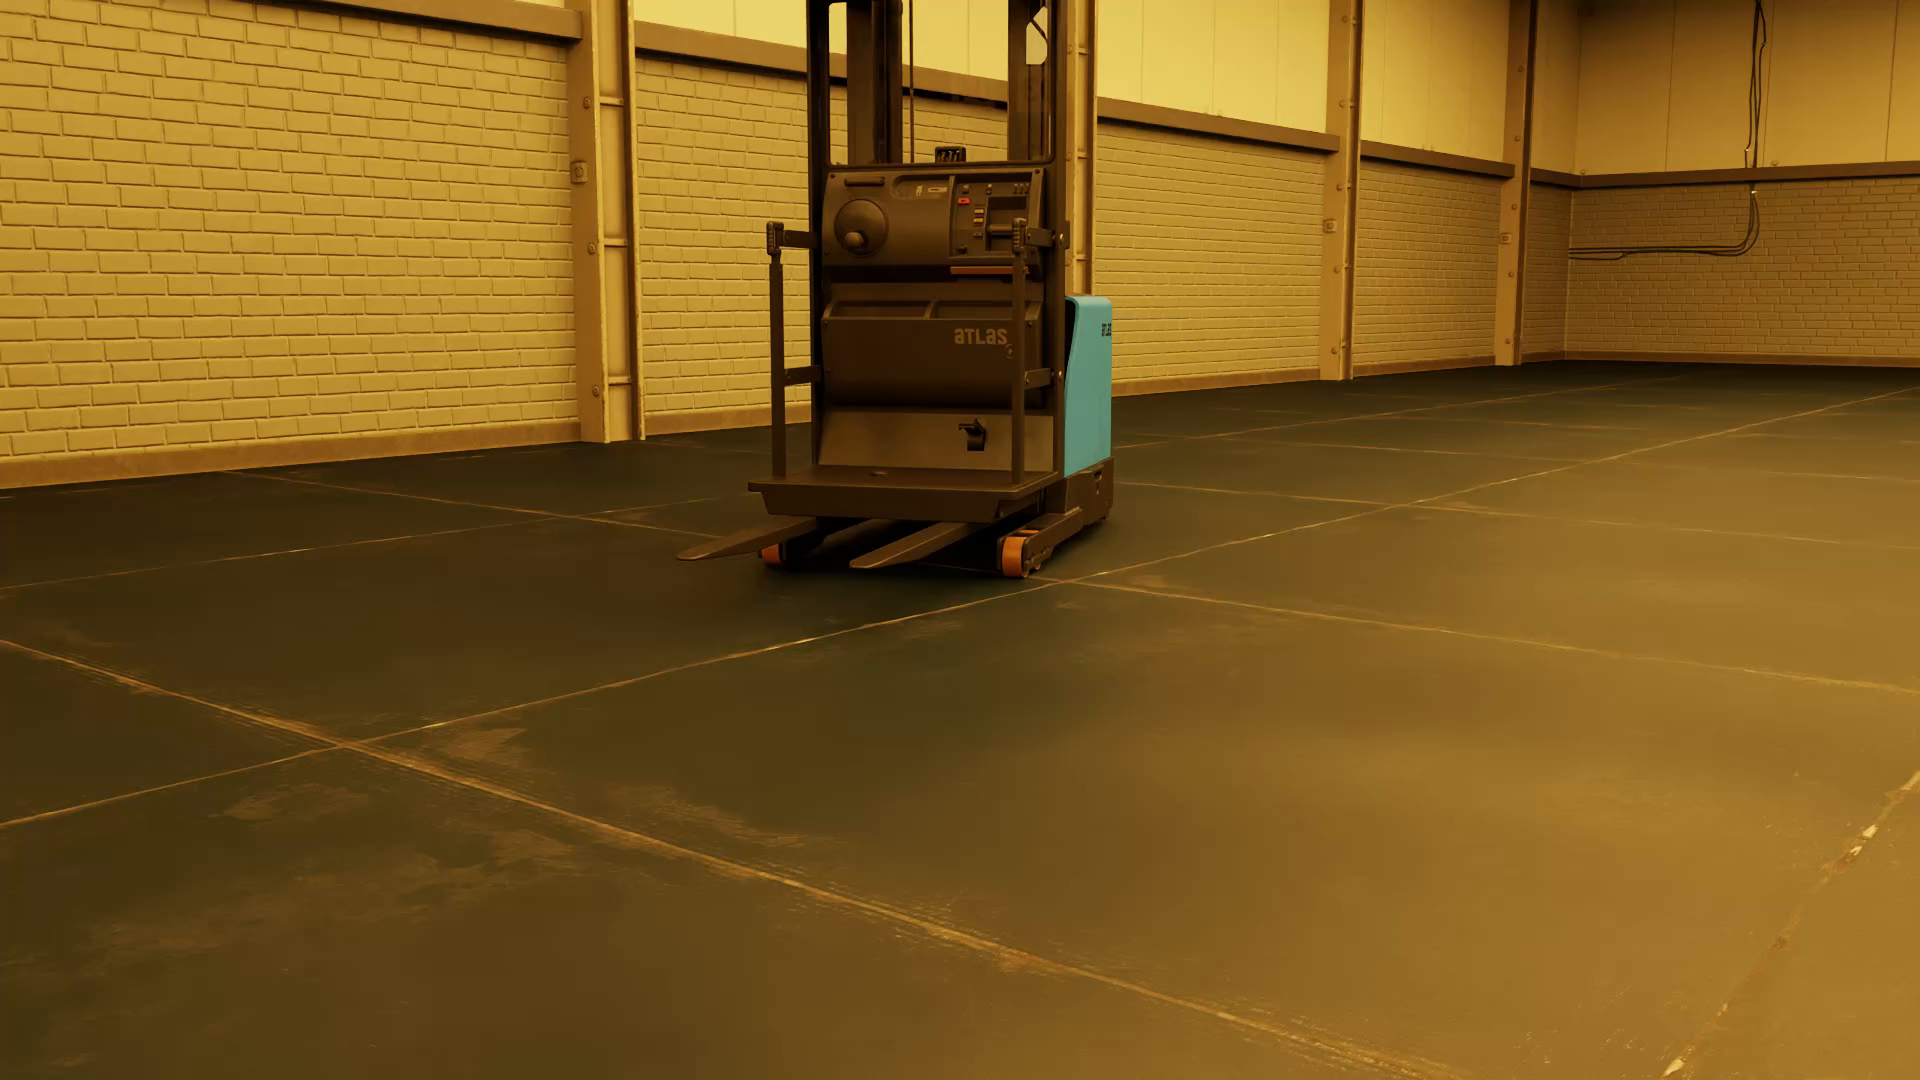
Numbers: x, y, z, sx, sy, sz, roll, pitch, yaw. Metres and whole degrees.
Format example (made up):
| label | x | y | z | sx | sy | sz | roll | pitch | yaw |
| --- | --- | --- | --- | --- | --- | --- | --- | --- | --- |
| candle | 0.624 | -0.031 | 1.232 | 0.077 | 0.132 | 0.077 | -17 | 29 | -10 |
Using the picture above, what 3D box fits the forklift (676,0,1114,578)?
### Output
| label | x | y | z | sx | sy | sz | roll | pitch | yaw |
| --- | --- | --- | --- | --- | --- | --- | --- | --- | --- |
| forklift | -0.176 | -1.366 | 6.616 | 1.130 | 2.935 | 3.031 | 3 | 9 | 17 |
